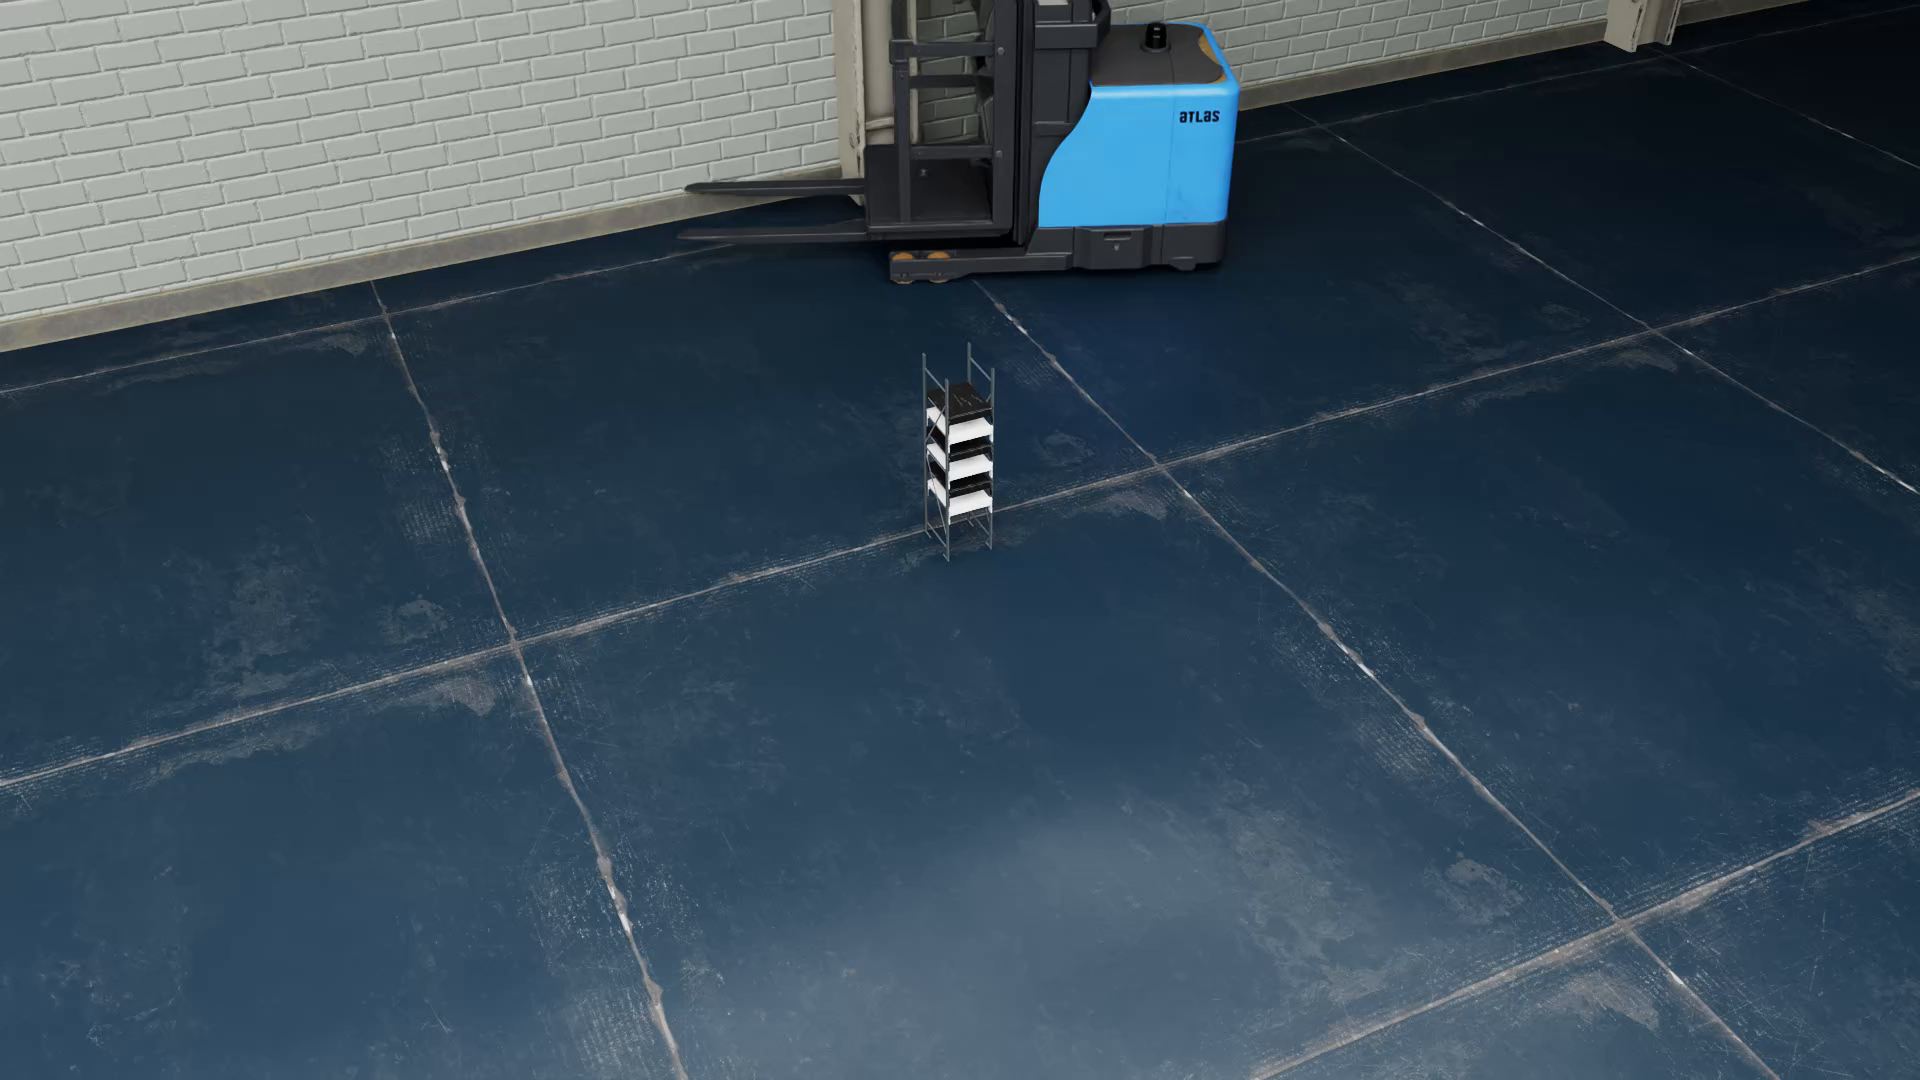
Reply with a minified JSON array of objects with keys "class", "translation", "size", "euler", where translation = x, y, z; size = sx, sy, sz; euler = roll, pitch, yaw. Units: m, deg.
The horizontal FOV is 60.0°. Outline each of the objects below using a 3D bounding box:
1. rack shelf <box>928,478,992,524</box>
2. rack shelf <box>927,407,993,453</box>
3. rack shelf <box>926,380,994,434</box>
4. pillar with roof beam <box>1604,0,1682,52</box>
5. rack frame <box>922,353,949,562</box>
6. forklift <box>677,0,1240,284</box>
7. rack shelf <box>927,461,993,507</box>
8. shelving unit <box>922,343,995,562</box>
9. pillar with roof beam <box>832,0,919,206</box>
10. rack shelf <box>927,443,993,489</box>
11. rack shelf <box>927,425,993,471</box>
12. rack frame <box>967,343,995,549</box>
[{"class":"rack shelf","translation":[-0.007,-0.188,7.106],"size":[0.200,0.077,0.258],"euler":[-16,39,-20]},{"class":"rack shelf","translation":[-0.007,-0.477,6.892],"size":[0.200,0.077,0.258],"euler":[-16,39,-20]},{"class":"rack shelf","translation":[-0.007,-0.549,6.838],"size":[0.200,0.077,0.258],"euler":[-16,39,-20]},{"class":"pillar with roof beam","translation":[6.776,-4.942,6.359],"size":[0.400,9.000,9.100],"euler":[-16,39,-20]},{"class":"rack frame","translation":[-0.099,-0.334,6.944],"size":[0.006,0.900,0.240],"euler":[-16,39,-20]},{"class":"forklift","translation":[-0.060,-2.909,8.711],"size":[3.031,2.935,1.130],"euler":[-2,37,-3]},{"class":"rack shelf","translation":[-0.007,-0.260,7.053],"size":[0.200,0.077,0.258],"euler":[-16,39,-20]},{"class":"shelving unit","translation":[-0.007,-0.359,6.979],"size":[0.210,0.900,0.258],"euler":[-16,39,-20]},{"class":"pillar with roof beam","translation":[1.344,-3.423,4.312],"size":[0.400,9.000,9.100],"euler":[-16,39,-20]},{"class":"rack shelf","translation":[-0.007,-0.333,6.999],"size":[0.200,0.077,0.258],"euler":[-16,39,-20]},{"class":"rack shelf","translation":[-0.007,-0.405,6.945],"size":[0.200,0.077,0.258],"euler":[-16,39,-20]},{"class":"rack frame","translation":[0.085,-0.385,7.014],"size":[0.006,0.900,0.240],"euler":[-16,39,-20]}]
